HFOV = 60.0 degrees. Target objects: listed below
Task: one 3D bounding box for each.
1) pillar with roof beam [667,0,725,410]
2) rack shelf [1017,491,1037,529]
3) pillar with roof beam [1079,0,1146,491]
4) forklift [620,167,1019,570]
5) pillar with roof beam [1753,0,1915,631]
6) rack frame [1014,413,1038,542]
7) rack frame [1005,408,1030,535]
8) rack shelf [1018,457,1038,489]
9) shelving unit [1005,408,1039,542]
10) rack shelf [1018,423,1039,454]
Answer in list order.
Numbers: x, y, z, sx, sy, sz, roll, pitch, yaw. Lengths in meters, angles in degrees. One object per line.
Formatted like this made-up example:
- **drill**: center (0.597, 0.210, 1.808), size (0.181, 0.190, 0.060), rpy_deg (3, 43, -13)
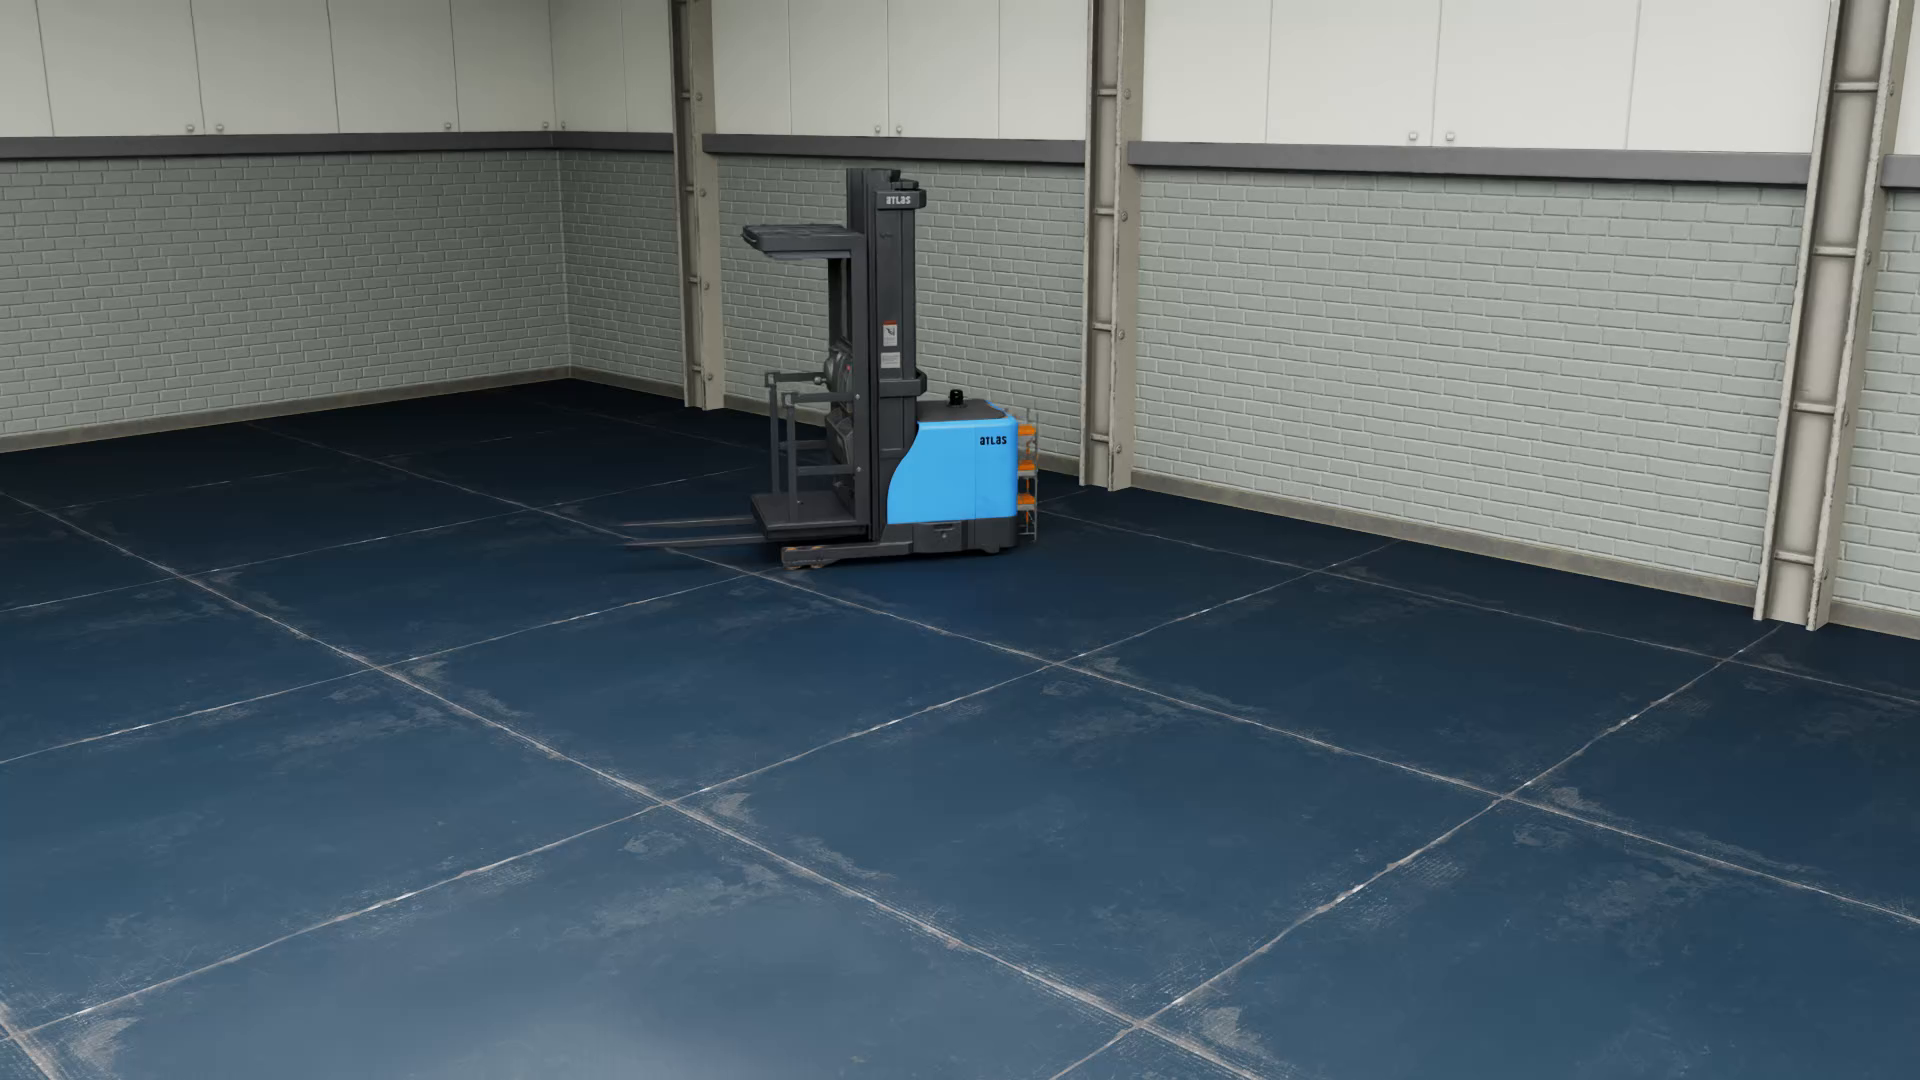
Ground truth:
- **pillar with roof beam**: center (-5.960, -5.128, 15.267), size (0.400, 9.000, 9.100), rpy_deg (14, 20, 42)
- **rack shelf**: center (0.487, -0.240, 13.413), size (0.215, 0.259, 0.240), rpy_deg (-3, 15, -13)
- **pillar with roof beam**: center (-1.641, -4.078, 11.237), size (0.400, 9.000, 9.100), rpy_deg (14, 20, 42)
- **forklift**: center (-1.112, -1.338, 12.756), size (3.031, 2.935, 1.130), rpy_deg (-4, 15, -13)
- **pillar with roof beam**: center (2.679, -3.028, 7.207), size (0.400, 9.000, 9.100), rpy_deg (14, 20, 42)
- **rack frame**: center (0.517, -0.489, 13.226), size (0.200, 1.050, 0.008), rpy_deg (-3, 15, -13)
- **rack frame**: center (0.459, -0.549, 13.455), size (0.200, 1.050, 0.008), rpy_deg (-3, 15, -13)
- **rack shelf**: center (0.488, -0.509, 13.343), size (0.215, 0.259, 0.240), rpy_deg (-3, 15, -13)
- **shelving unit**: center (0.488, -0.519, 13.340), size (0.215, 1.050, 0.252), rpy_deg (-3, 15, -13)
- **rack shelf**: center (0.489, -0.783, 13.272), size (0.215, 0.259, 0.240), rpy_deg (-3, 15, -13)
